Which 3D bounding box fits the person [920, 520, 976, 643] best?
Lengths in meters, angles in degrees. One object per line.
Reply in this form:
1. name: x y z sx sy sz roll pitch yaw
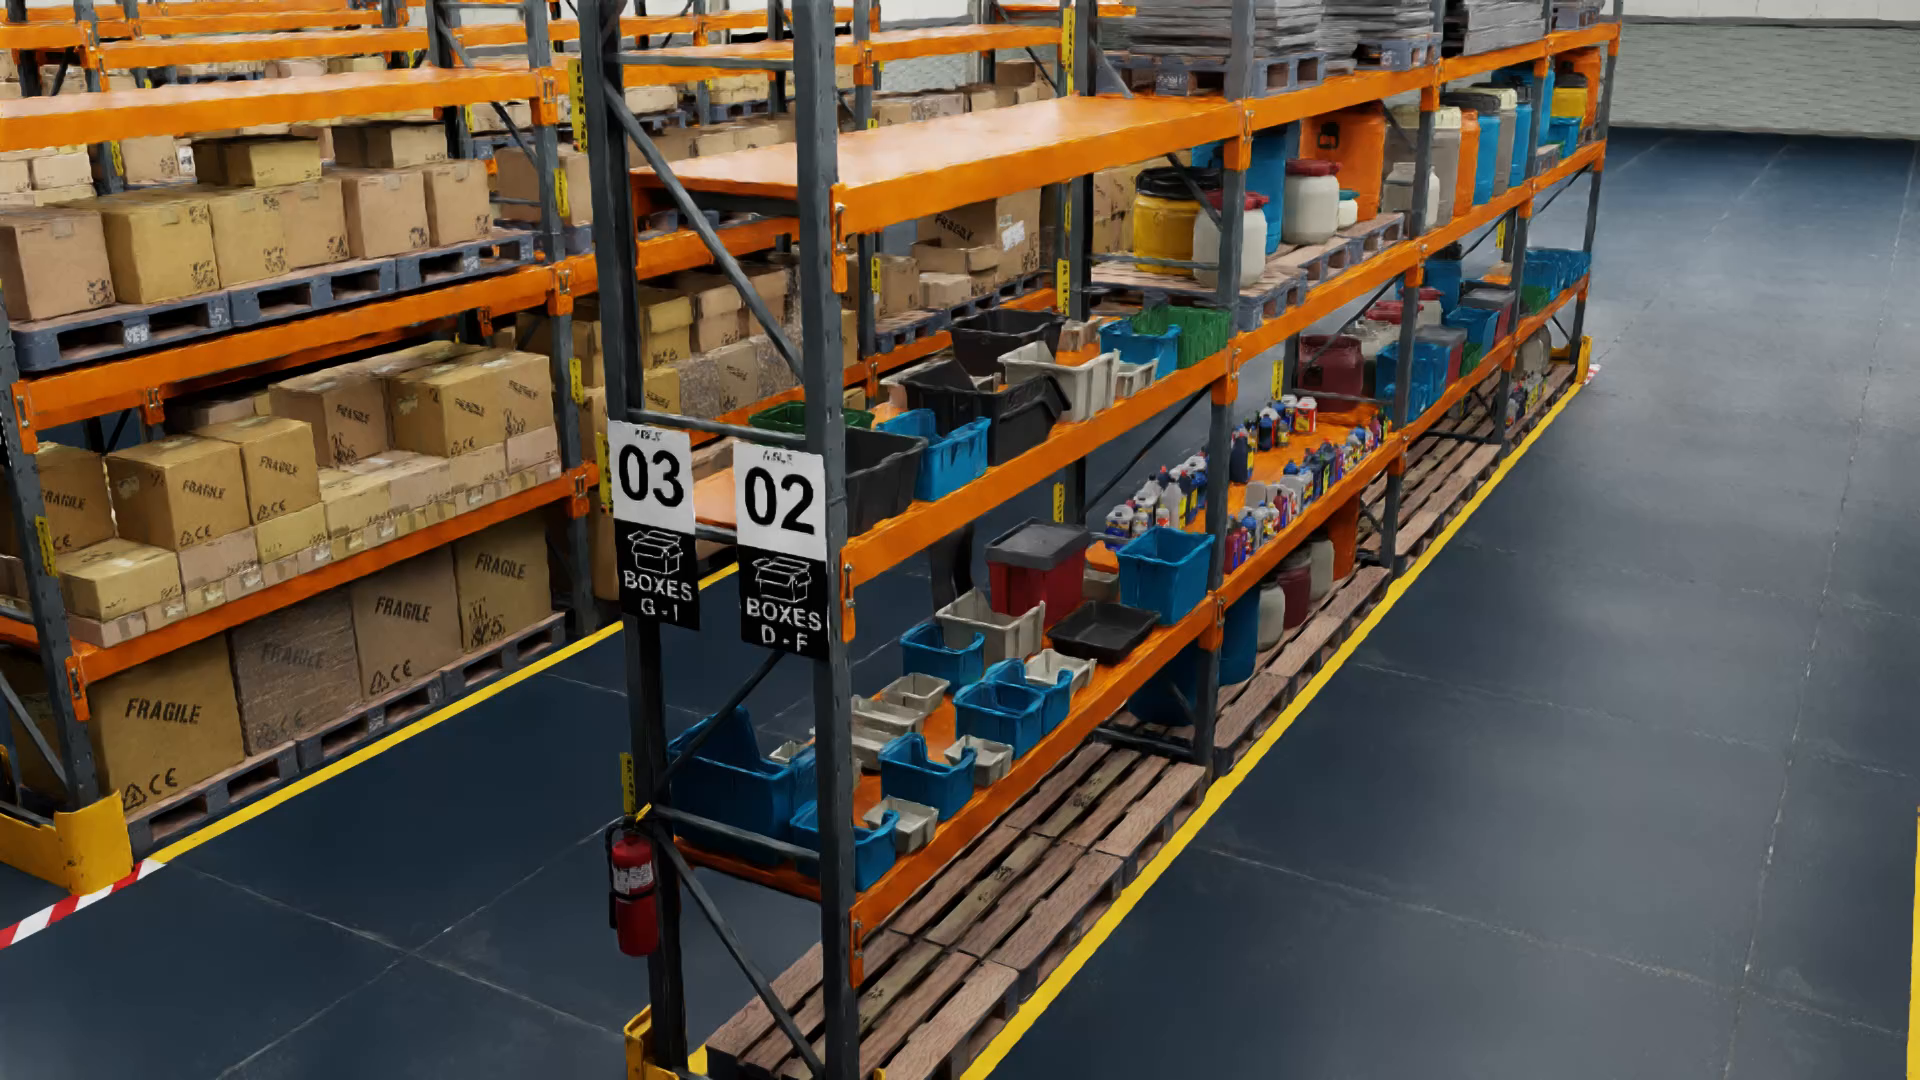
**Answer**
1. person: -0.080 -0.066 12.198 0.349 1.664 0.493 9 22 24
